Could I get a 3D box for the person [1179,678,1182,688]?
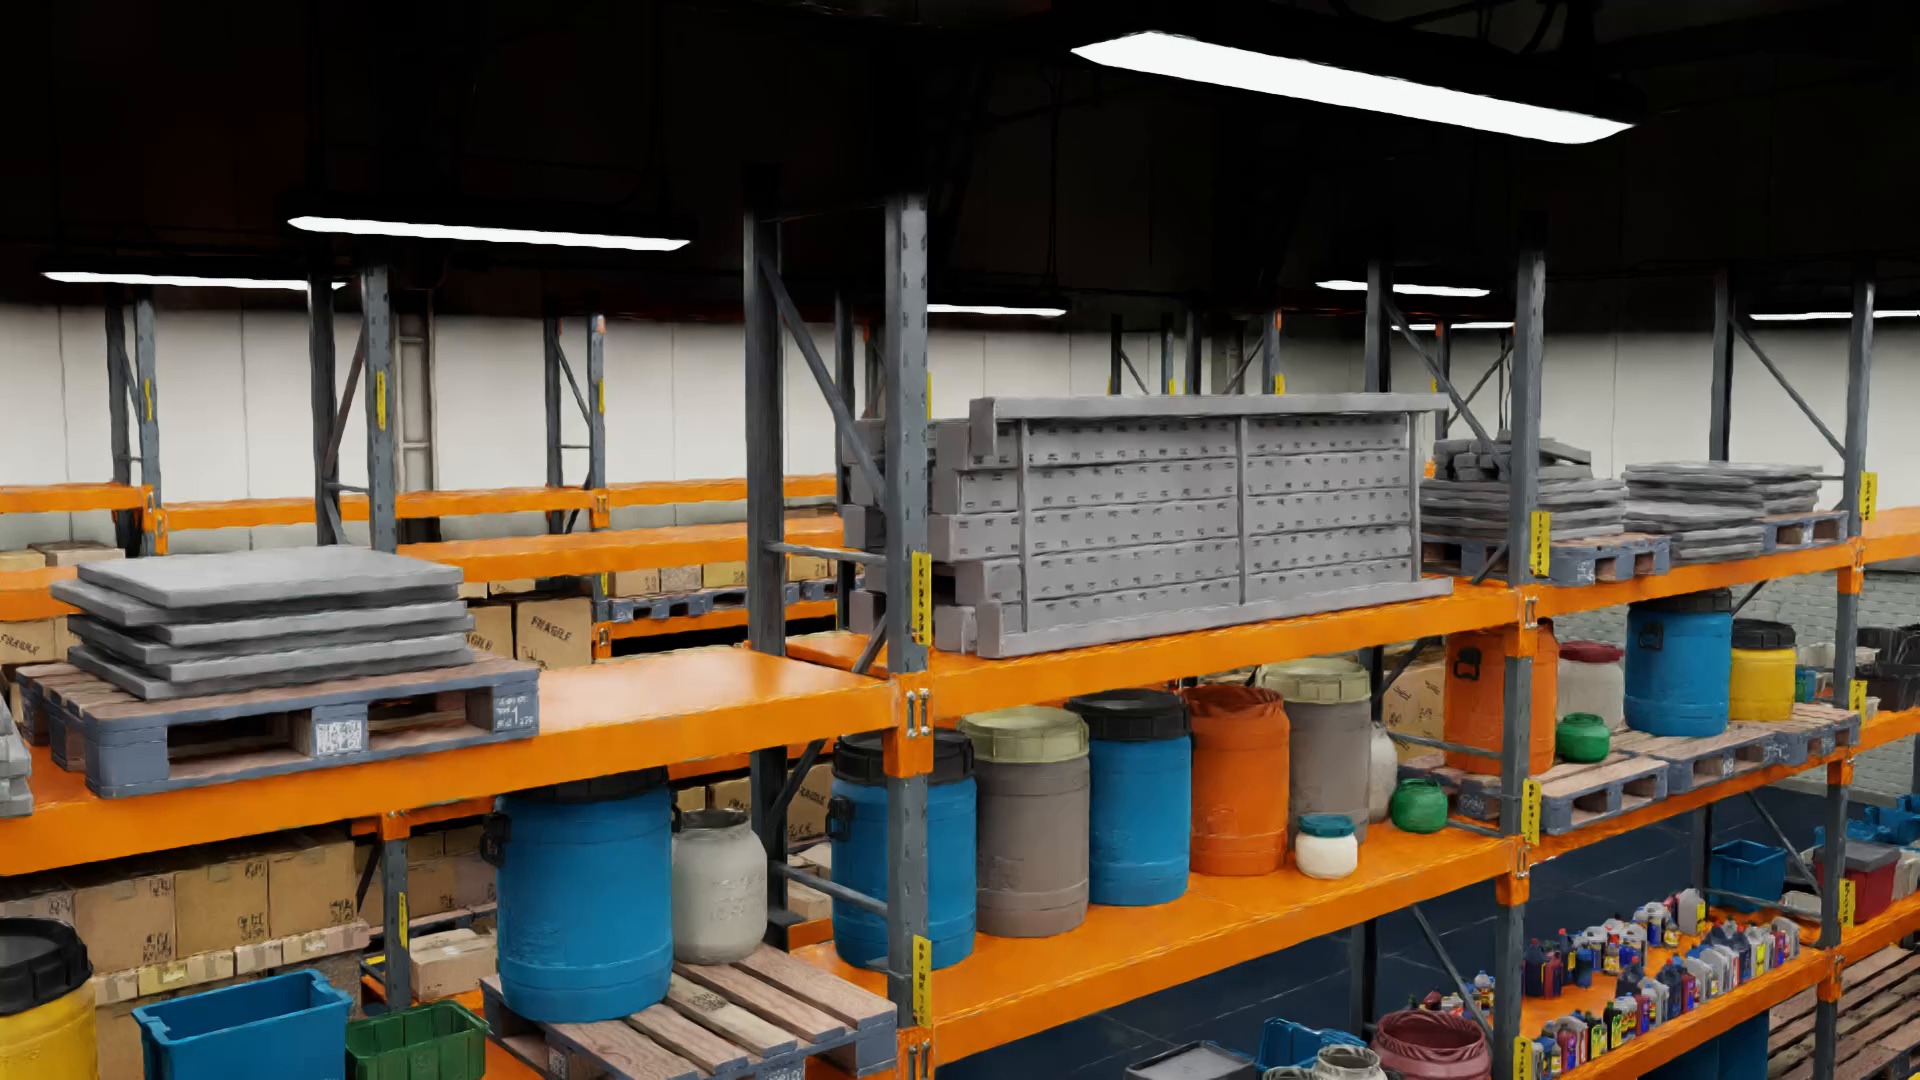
[{"bbox_3d":[2.985,2.068,22.833,0.723,1.778,0.541,-1,6,-6],"label":"person"}]
